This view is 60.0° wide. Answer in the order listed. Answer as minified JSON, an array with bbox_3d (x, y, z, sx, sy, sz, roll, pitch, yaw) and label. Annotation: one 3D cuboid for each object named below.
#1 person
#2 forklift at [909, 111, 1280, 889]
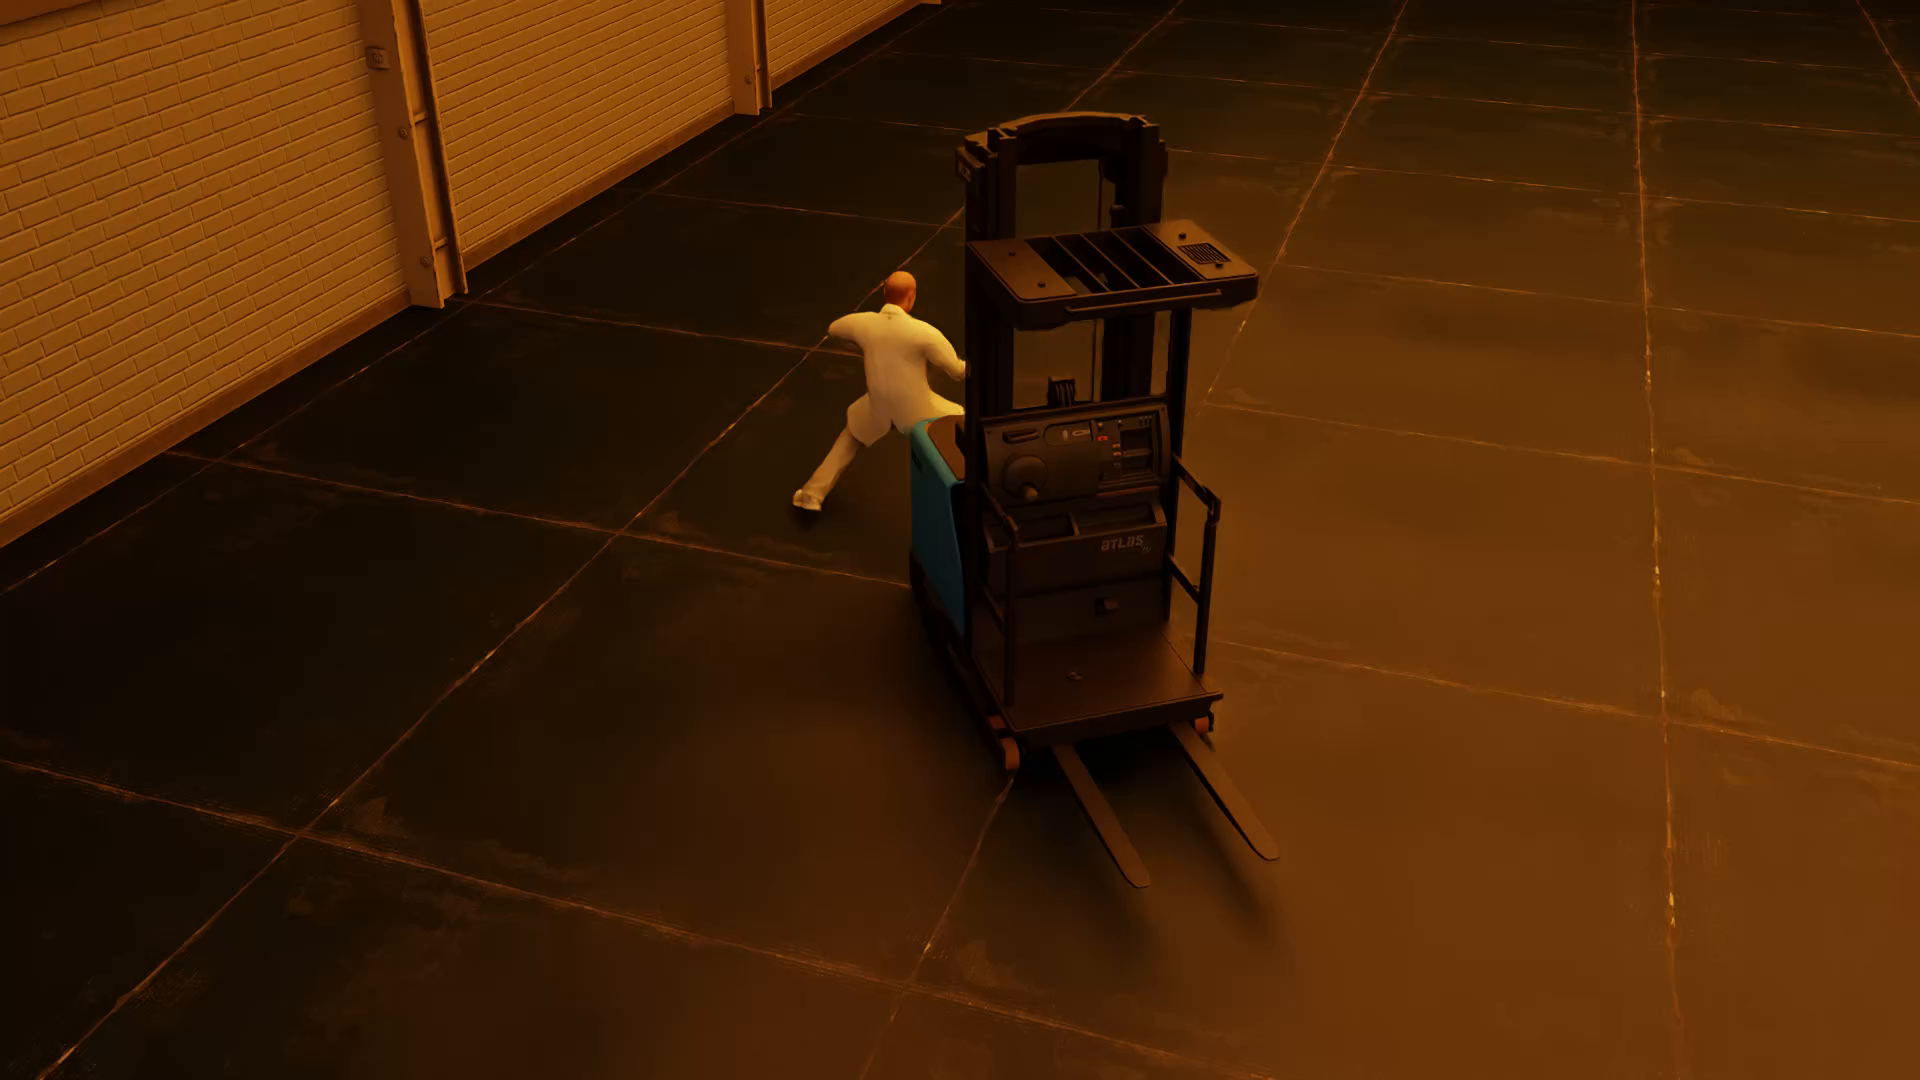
[{"bbox_3d":[-0.355,-0.924,10.145,1.268,1.568,1.023,13,32,21],"label":"person"},{"bbox_3d":[0.629,-0.367,7.780,1.130,2.935,3.031,-9,31,-15],"label":"forklift"}]
